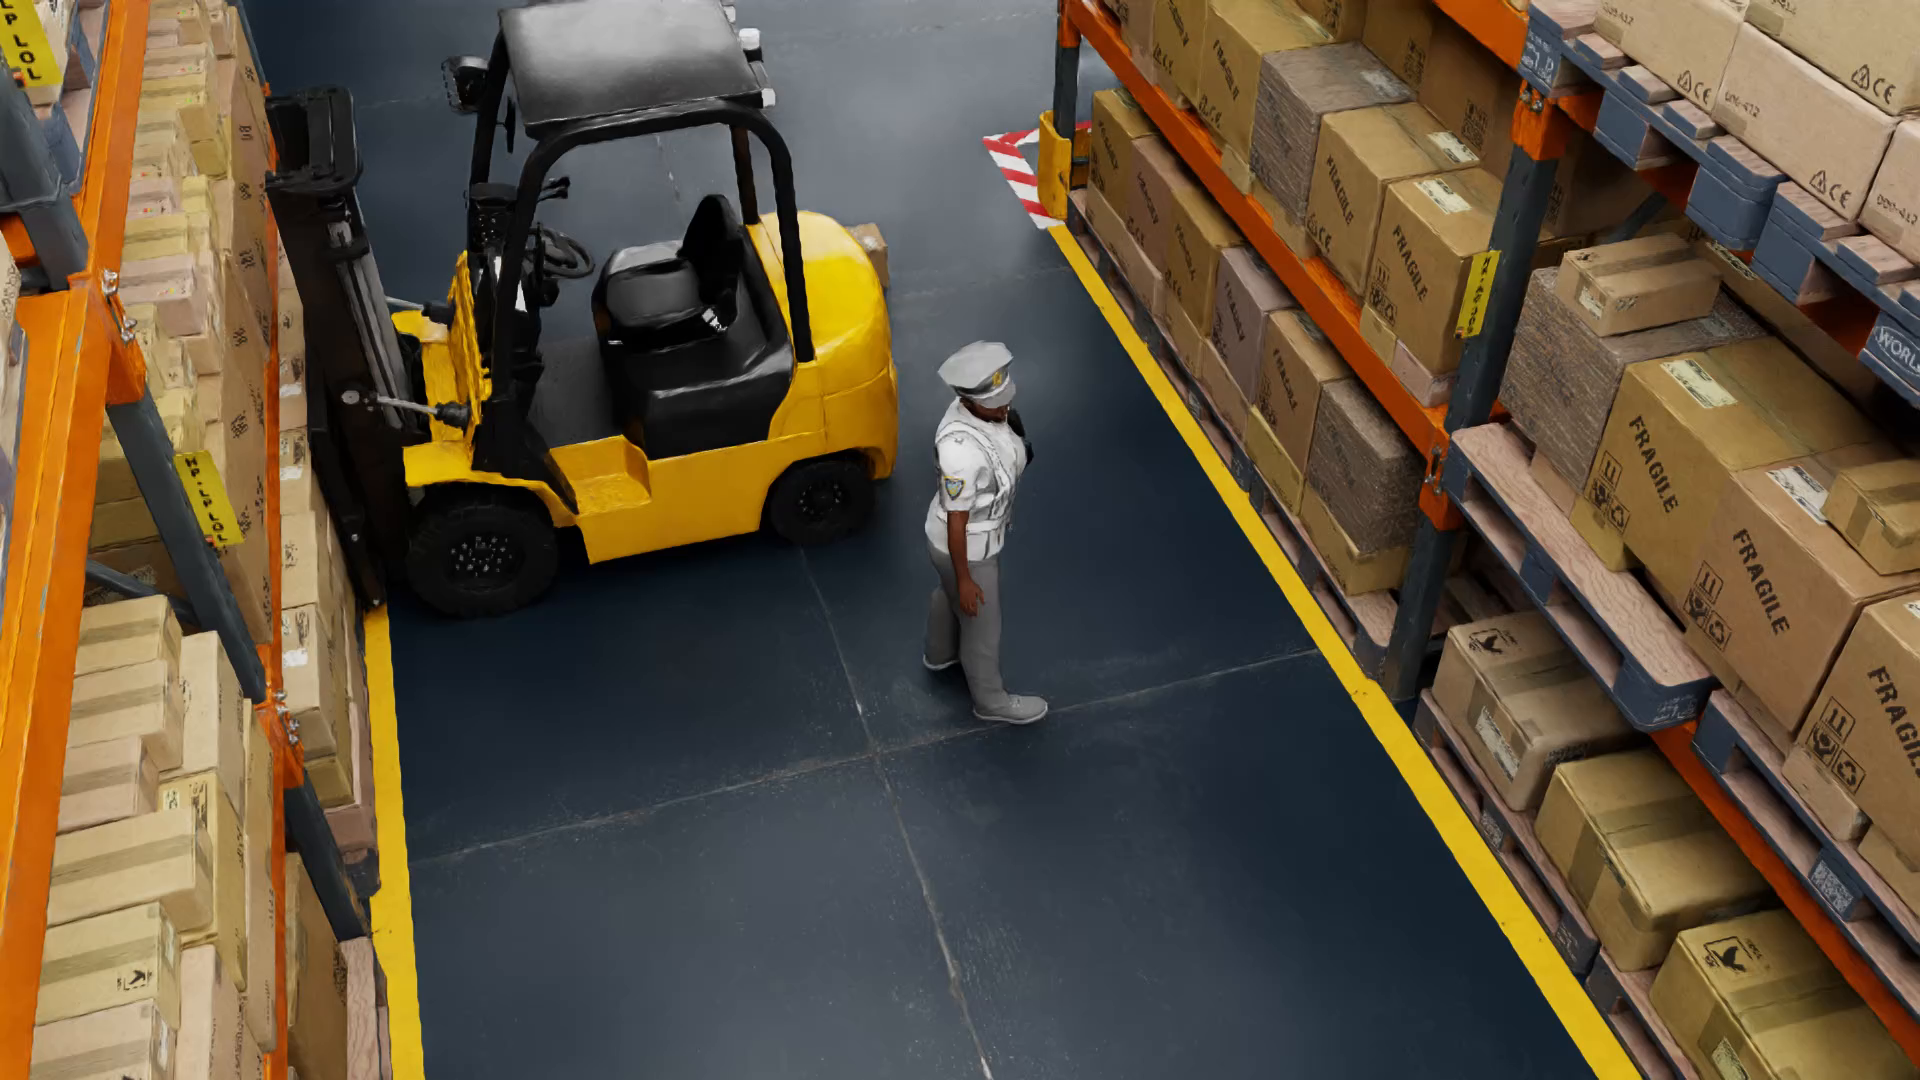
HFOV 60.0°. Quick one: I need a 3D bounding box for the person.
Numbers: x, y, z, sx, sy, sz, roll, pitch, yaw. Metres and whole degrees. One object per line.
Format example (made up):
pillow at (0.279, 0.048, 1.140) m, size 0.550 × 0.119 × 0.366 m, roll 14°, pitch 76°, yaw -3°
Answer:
person at (0.097, -0.005, 6.124) m, size 0.539 × 1.672 × 0.559 m, roll 7°, pitch 43°, yaw 8°
